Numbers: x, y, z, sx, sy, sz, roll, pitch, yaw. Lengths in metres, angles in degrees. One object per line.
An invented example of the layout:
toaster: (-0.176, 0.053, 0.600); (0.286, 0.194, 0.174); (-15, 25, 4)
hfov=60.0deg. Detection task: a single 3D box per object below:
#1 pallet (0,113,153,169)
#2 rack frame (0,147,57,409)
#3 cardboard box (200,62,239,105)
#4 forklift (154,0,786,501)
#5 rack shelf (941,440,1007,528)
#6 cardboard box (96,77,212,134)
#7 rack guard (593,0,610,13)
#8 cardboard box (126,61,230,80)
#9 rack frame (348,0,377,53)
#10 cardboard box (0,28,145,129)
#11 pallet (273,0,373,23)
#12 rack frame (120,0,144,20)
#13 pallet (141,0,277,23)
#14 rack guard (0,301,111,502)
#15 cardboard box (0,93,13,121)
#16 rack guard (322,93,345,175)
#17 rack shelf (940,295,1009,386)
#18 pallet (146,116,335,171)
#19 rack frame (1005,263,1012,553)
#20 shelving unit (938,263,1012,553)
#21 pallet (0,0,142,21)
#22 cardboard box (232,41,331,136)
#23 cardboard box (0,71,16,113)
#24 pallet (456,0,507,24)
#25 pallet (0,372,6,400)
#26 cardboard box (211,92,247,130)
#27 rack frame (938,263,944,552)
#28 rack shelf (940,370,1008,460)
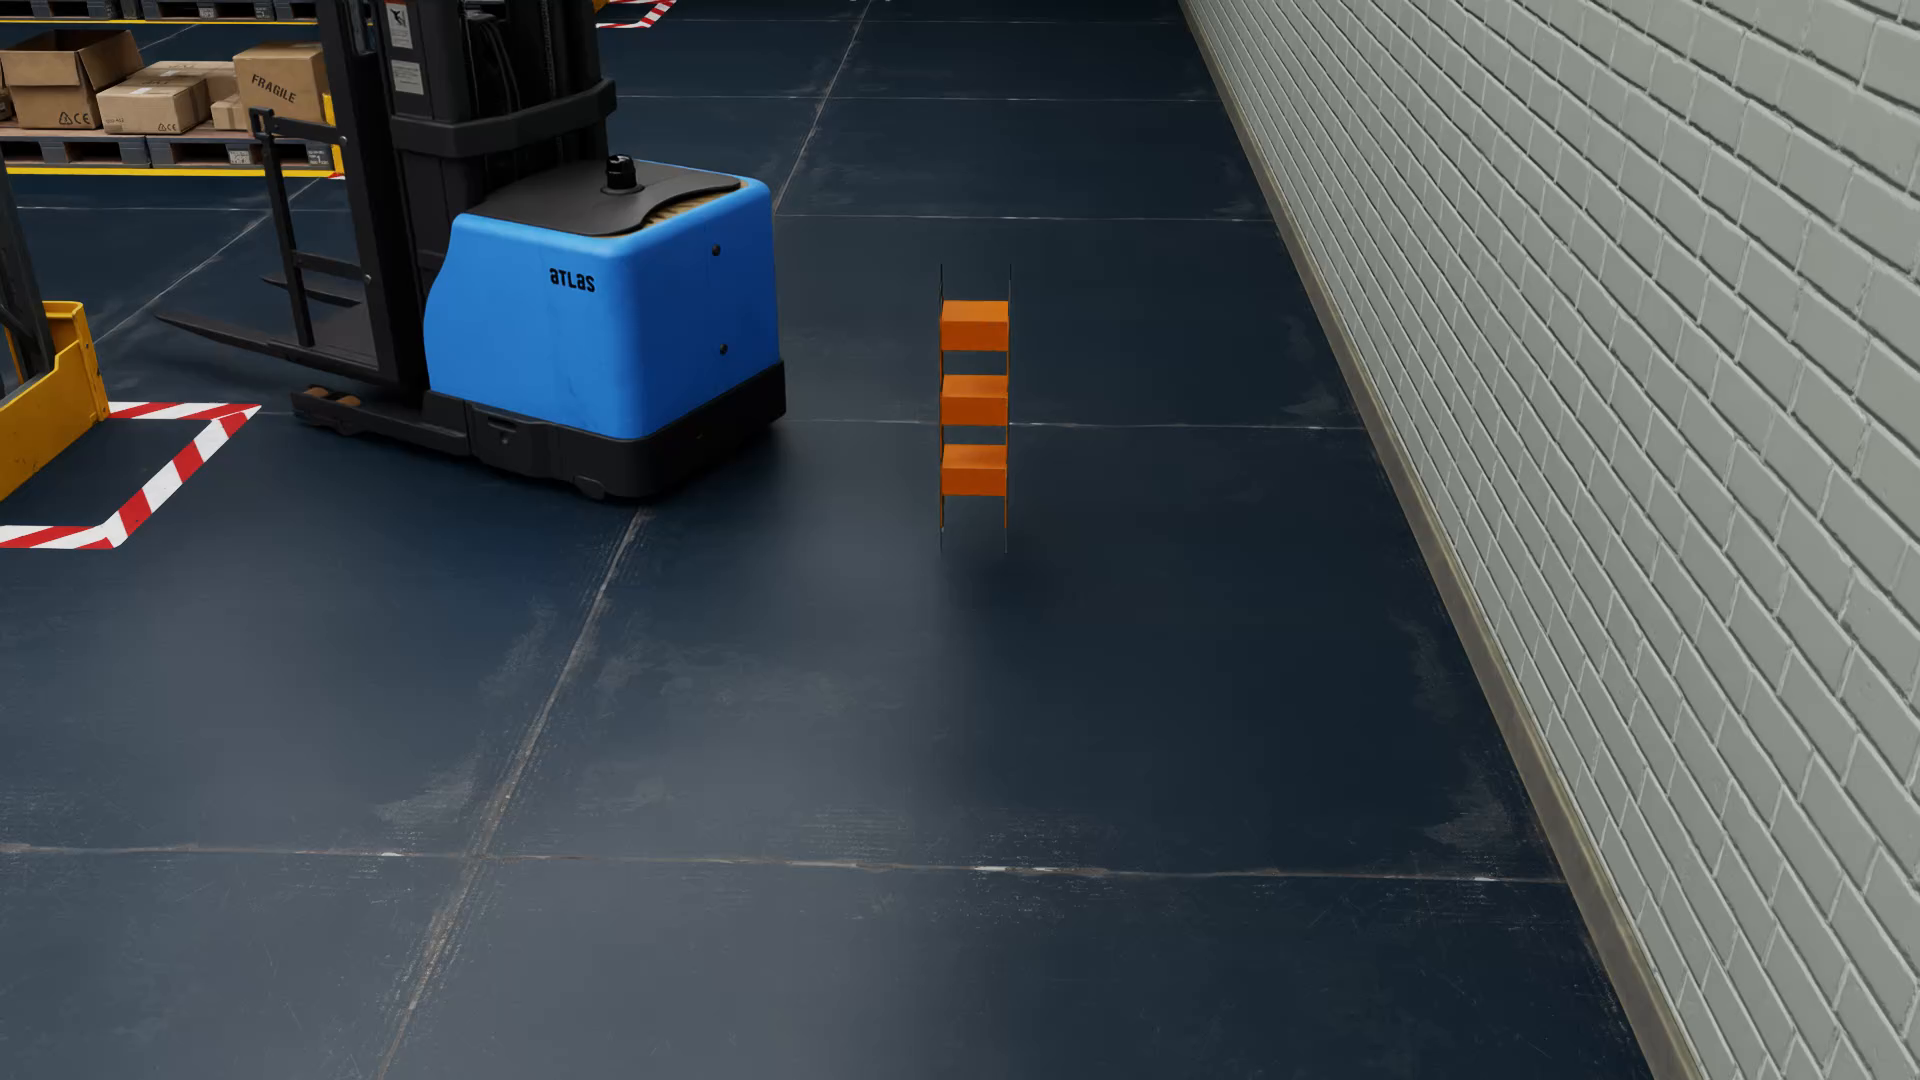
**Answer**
pallet: (-5.849, -2.746, 11.205); (1.213, 0.211, 1.003); (1, 28, 2)
rack frame: (-3.939, -1.624, 6.111); (0.127, 3.000, 1.000); (1, 28, 2)
cardboard box: (-4.793, -3.072, 11.309); (0.500, 0.250, 0.500); (1, 28, 2)
forklift: (-2.283, -1.938, 6.776); (3.031, 2.935, 1.130); (15, 31, 26)
rack shelf: (0.053, -0.208, 6.138); (0.240, 0.259, 0.215); (1, 28, 2)
cardboard box: (-5.260, -2.846, 10.881); (0.500, 0.250, 0.500); (1, 28, 2)
rack guard: (-3.565, -5.157, 15.444); (0.348, 0.500, 1.175); (1, 28, 2)
cardboard box: (-5.293, -3.080, 11.324); (0.500, 0.250, 0.500); (1, 28, 2)
rack frame: (-3.760, -3.943, 10.485); (0.127, 3.000, 1.000); (1, 28, 2)
cardboard box: (-5.880, -3.072, 11.037); (0.637, 0.503, 0.797); (1, 28, 2)
pallet: (-5.607, -5.027, 15.508); (1.213, 0.211, 1.003); (1, 28, 2)
rack frame: (-7.586, -6.327, 14.984); (0.127, 3.000, 1.000); (1, 28, 2)
pallet: (-6.829, -5.046, 15.544); (1.213, 0.211, 1.003); (1, 28, 2)
rack guard: (-3.914, -0.525, 6.707); (0.348, 0.500, 1.175); (1, 28, 2)
cardboard box: (-6.481, -2.833, 10.948); (0.250, 0.166, 0.380); (1, 28, 2)
rack guard: (-3.836, -2.839, 11.073); (0.348, 0.500, 1.175); (1, 28, 2)
rack shelf: (0.053, -0.704, 5.874); (0.240, 0.259, 0.215); (1, 28, 2)
pallet: (-4.633, -2.724, 11.164); (1.213, 0.211, 1.003); (1, 28, 2)
rack frame: (0.175, -0.461, 5.999); (0.008, 1.050, 0.200); (1, 28, 2)
shelving unit: (0.053, -0.463, 6.002); (0.252, 1.050, 0.215); (1, 28, 2)
pallet: (-8.360, -5.073, 15.594); (1.213, 0.211, 1.003); (1, 28, 2)
cardboard box: (-4.312, -2.926, 10.767); (0.500, 0.500, 0.500); (1, 28, 2)
cardboard box: (-6.429, -3.126, 11.346); (0.500, 0.311, 0.500); (1, 28, 2)
pallet: (-4.391, -5.006, 15.468); (1.213, 0.211, 1.003); (1, 28, 2)
pallet: (-4.761, -0.424, 6.824); (1.213, 0.211, 1.003); (1, 28, 2)
cardboard box: (-4.714, -2.828, 10.937); (0.250, 0.166, 0.380); (1, 28, 2)
rack frame: (-0.068, -0.465, 6.006); (0.008, 1.050, 0.200); (1, 28, 2)
rack shelf: (0.053, -0.454, 6.007); (0.240, 0.259, 0.215); (1, 28, 2)
